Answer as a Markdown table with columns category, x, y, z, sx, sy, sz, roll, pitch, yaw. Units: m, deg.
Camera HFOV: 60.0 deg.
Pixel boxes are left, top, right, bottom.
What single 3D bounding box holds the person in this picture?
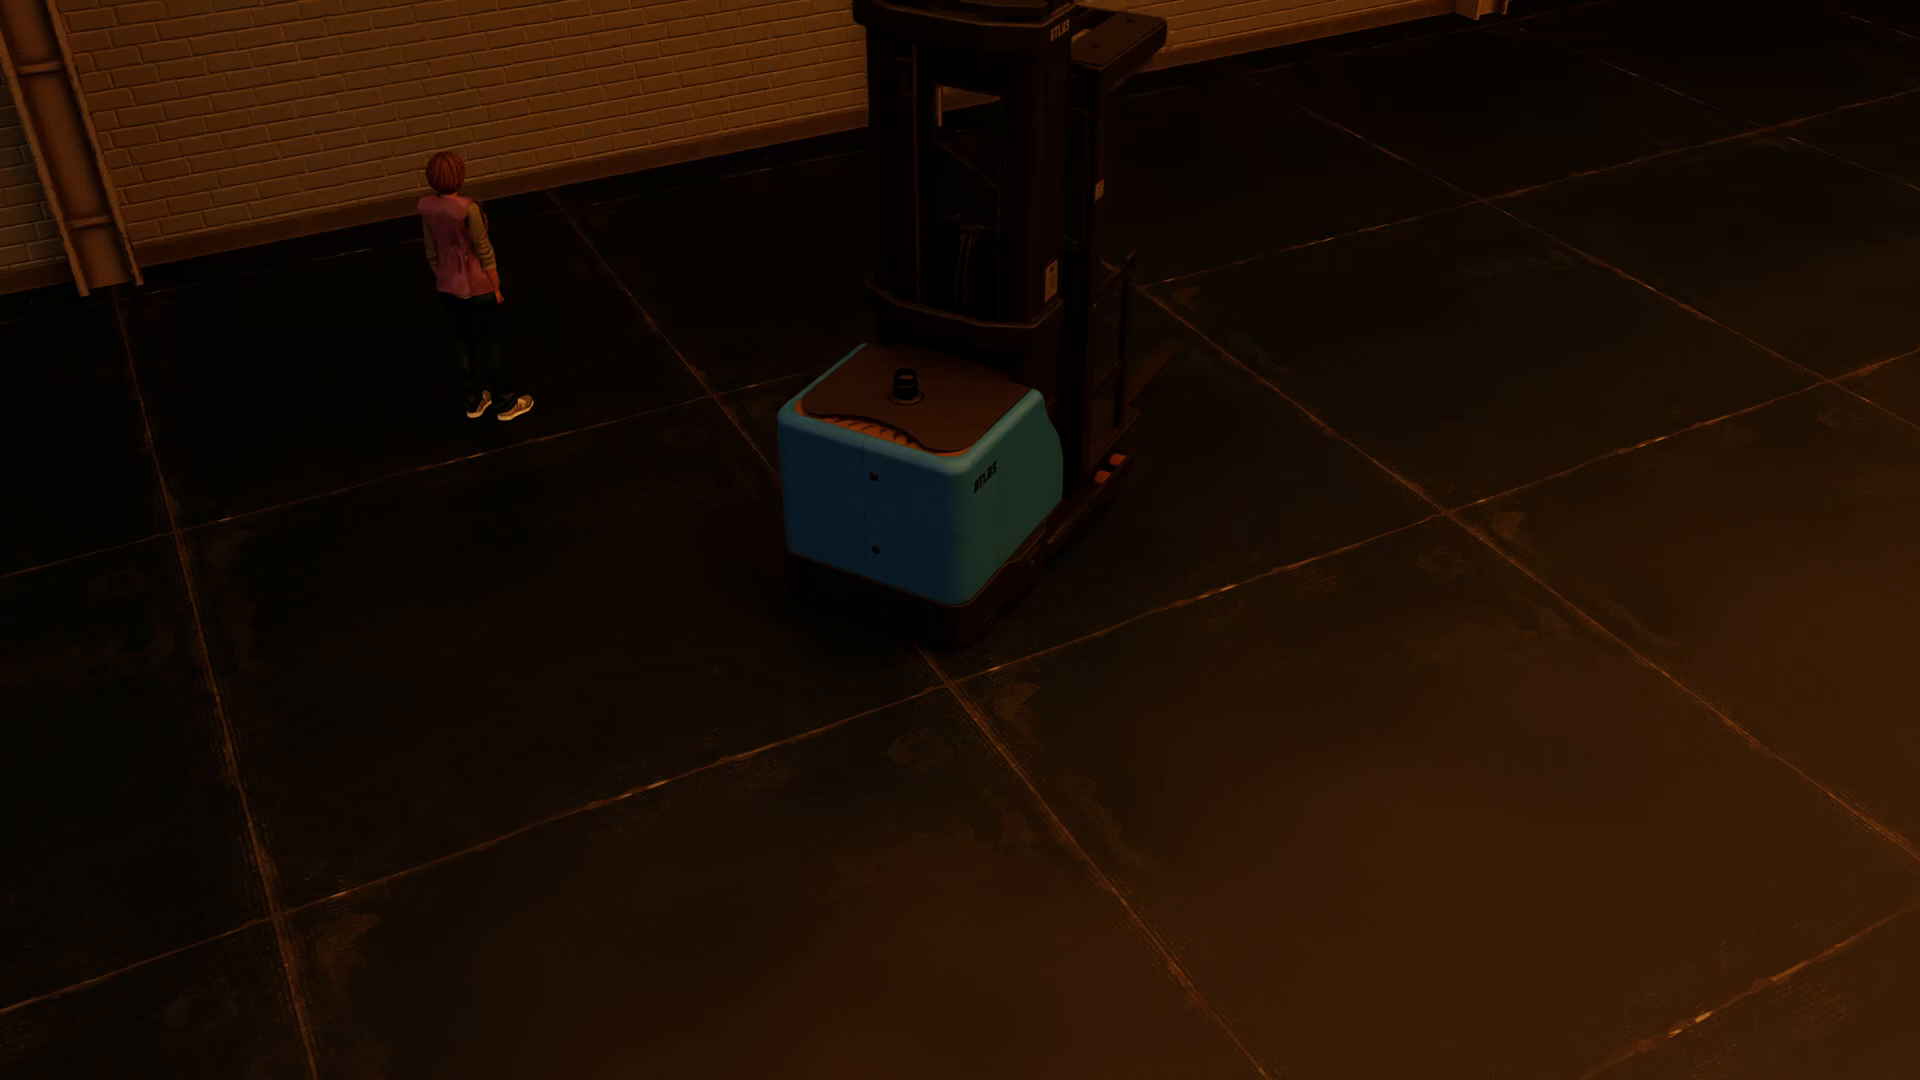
| category | x | y | z | sx | sy | sz | roll | pitch | yaw |
| --- | --- | --- | --- | --- | --- | --- | --- | --- | --- |
| person | -2.730 | -1.403 | 9.261 | 0.405 | 1.603 | 0.319 | 9 | 36 | 13 |

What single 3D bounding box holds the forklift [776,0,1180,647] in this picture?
| category | x | y | z | sx | sy | sz | roll | pitch | yaw |
| --- | --- | --- | --- | --- | --- | --- | --- | --- | --- |
| forklift | 0.289 | -1.522 | 8.276 | 1.130 | 2.935 | 3.031 | 18 | 39 | 23 |
